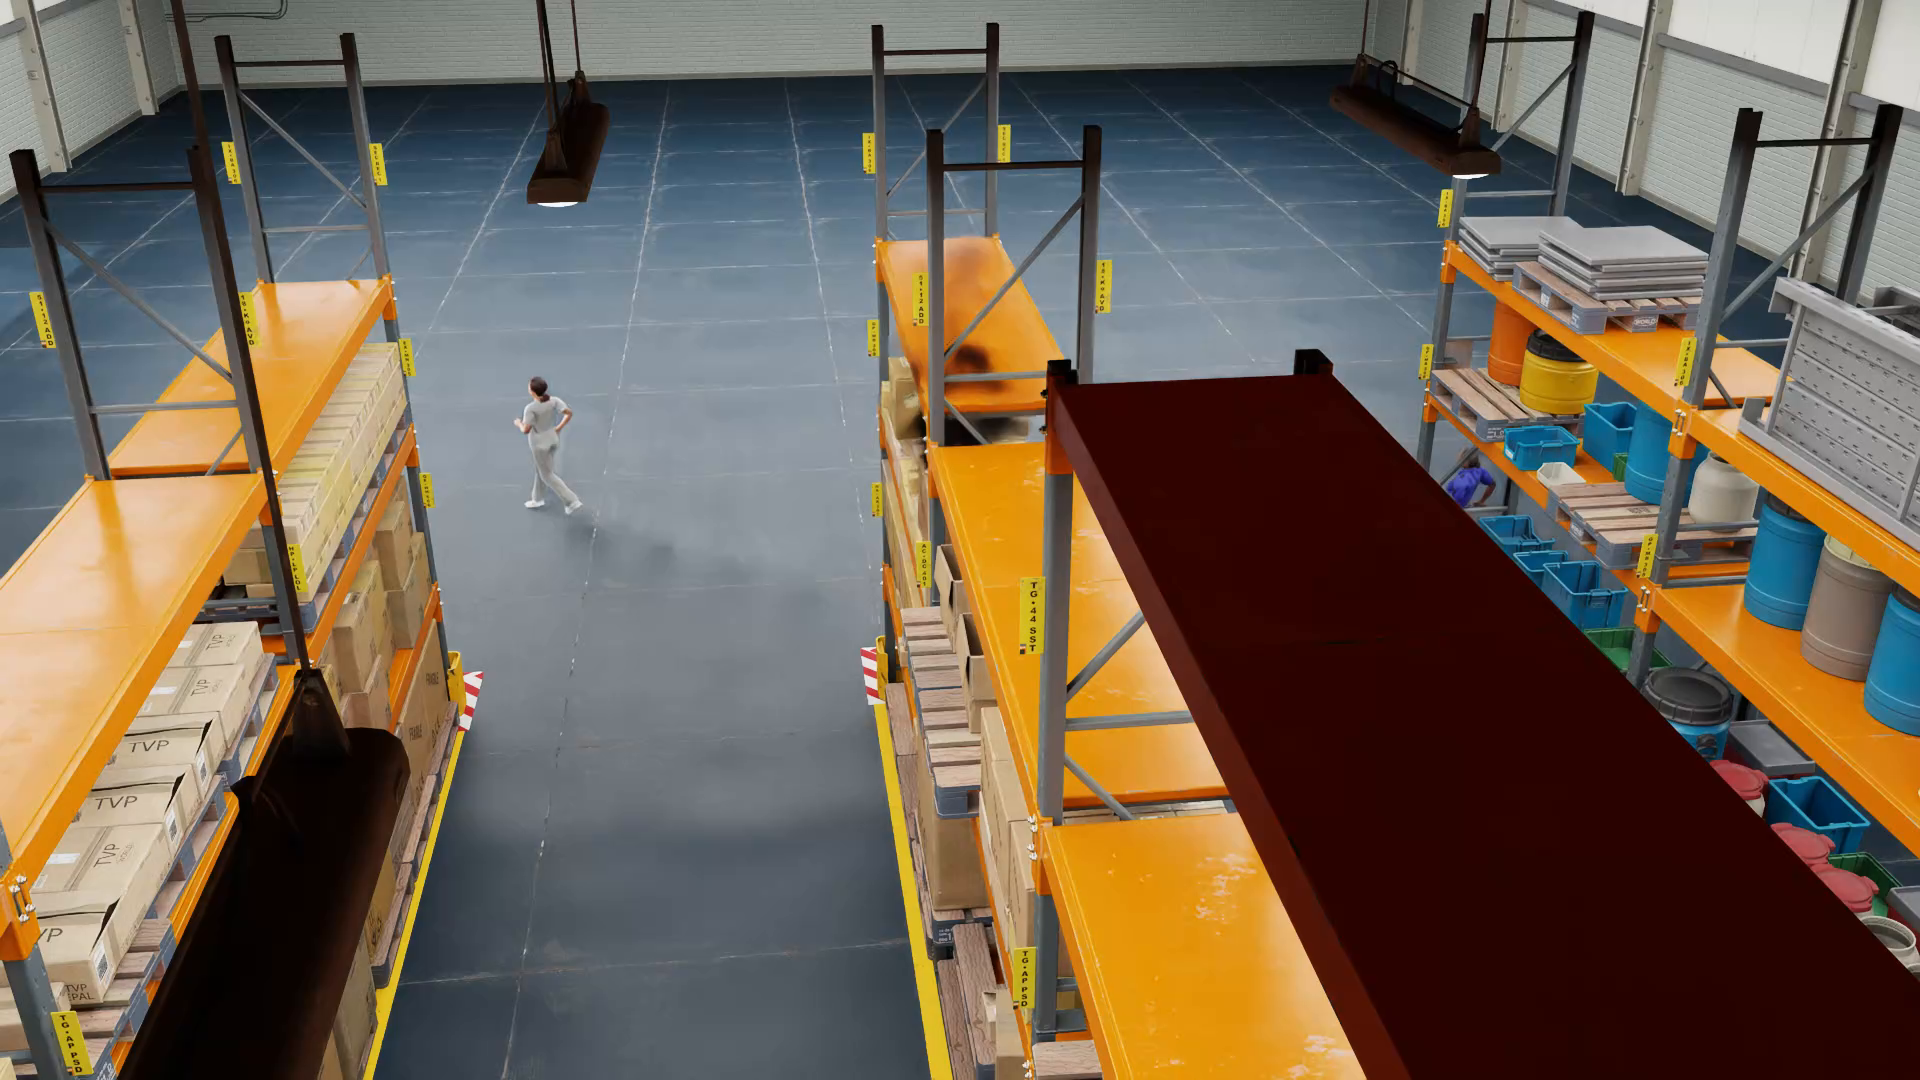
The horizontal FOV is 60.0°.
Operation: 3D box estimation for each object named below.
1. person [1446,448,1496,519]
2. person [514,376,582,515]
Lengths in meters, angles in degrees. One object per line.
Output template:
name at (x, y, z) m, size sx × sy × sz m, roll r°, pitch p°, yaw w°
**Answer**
person at (5.079, -0.210, 17.026) m, size 0.858 × 1.651 × 0.593 m, roll 14°, pitch 29°, yaw 28°
person at (-4.665, -1.040, 18.722) m, size 0.954 × 1.688 × 0.565 m, roll 14°, pitch 29°, yaw 27°
